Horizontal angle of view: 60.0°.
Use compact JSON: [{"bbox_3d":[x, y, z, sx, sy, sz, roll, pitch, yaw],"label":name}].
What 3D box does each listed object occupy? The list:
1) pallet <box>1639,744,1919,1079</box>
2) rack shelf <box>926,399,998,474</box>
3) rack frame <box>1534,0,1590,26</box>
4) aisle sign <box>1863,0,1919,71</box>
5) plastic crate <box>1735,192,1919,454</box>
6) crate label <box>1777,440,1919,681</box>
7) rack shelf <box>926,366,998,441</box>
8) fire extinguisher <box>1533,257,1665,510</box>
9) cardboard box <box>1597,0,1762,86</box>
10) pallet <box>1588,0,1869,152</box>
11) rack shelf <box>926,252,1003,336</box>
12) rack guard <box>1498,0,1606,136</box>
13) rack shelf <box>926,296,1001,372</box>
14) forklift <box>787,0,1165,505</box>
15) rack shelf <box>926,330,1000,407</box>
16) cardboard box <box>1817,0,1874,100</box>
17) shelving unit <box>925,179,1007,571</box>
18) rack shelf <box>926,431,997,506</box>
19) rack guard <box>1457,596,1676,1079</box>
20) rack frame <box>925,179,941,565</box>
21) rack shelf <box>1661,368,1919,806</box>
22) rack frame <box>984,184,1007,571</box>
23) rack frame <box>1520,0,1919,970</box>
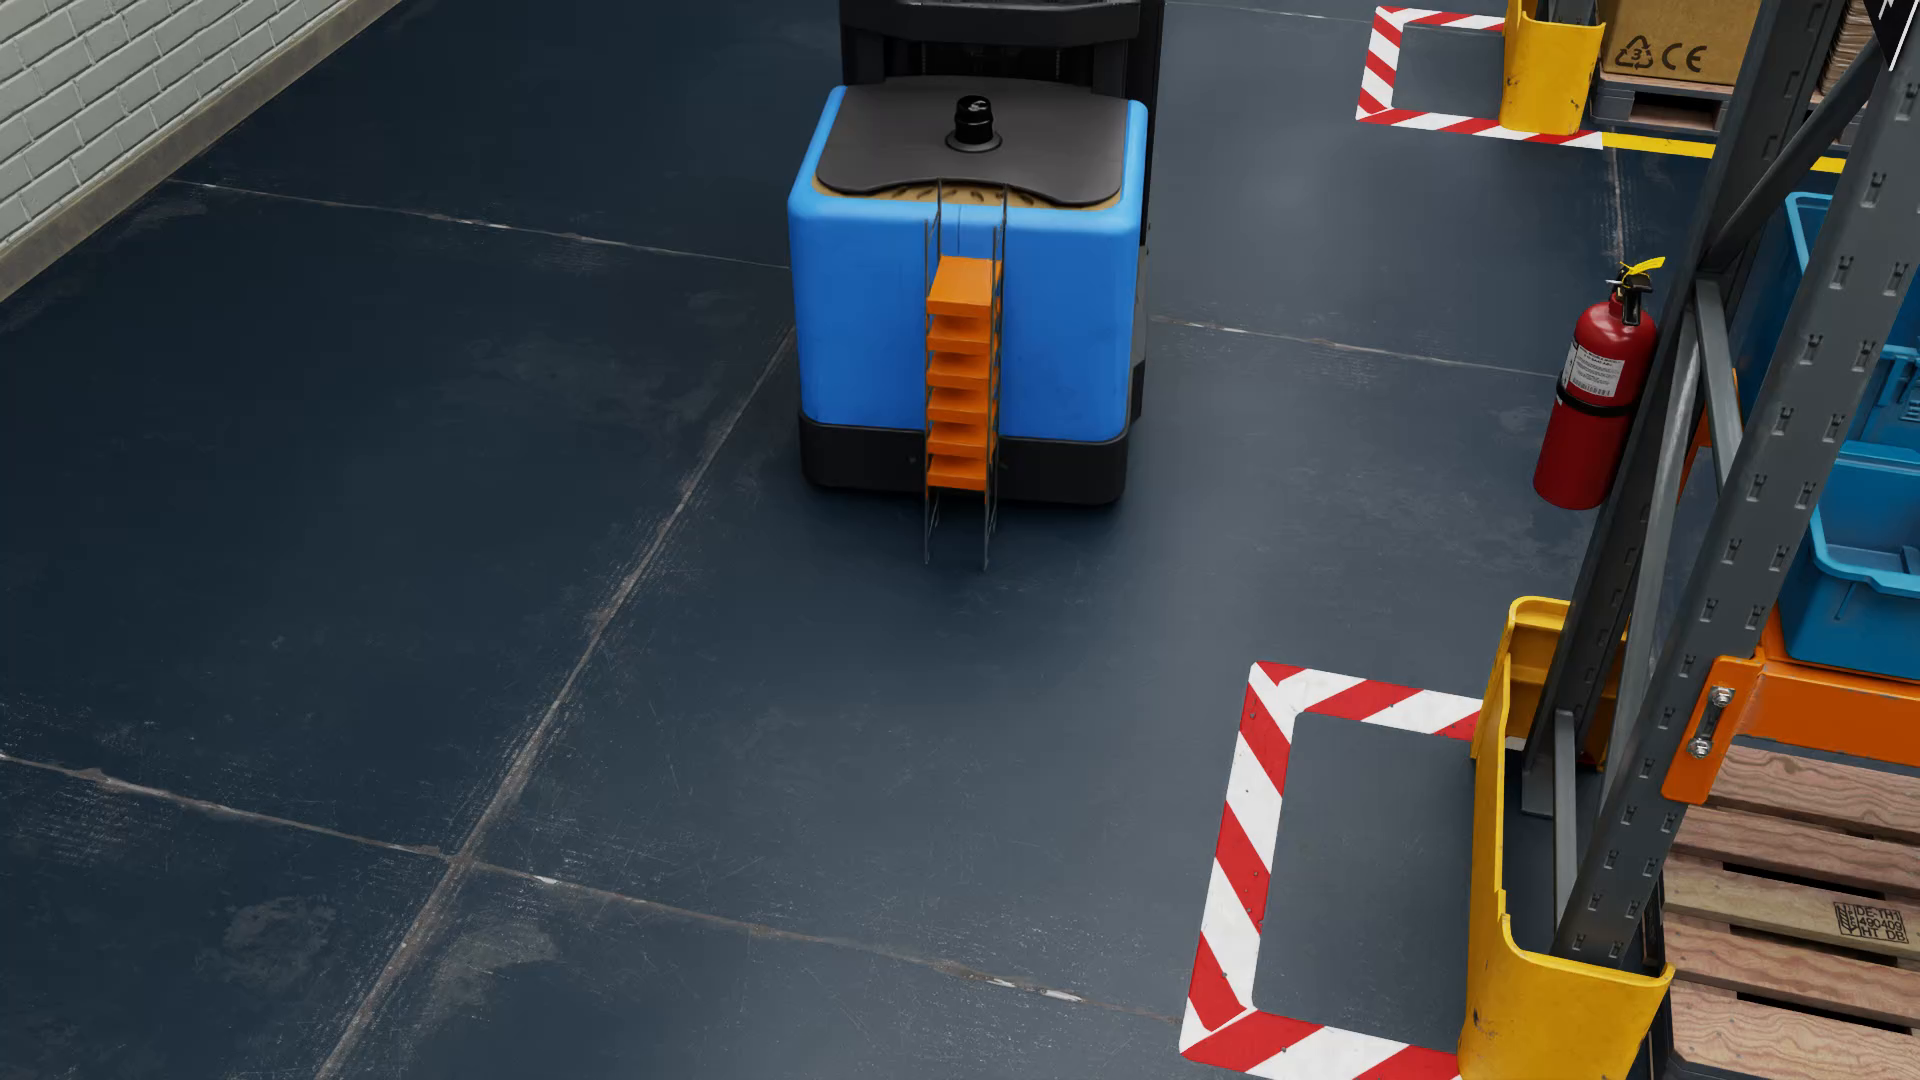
[{"bbox_3d":[2.256,0.986,3.911,1.213,0.211,1.003,10,41,11],"label":"pallet"},{"bbox_3d":[0.008,-0.322,4.953,0.180,0.103,0.258,6,41,6],"label":"rack shelf"},{"bbox_3d":[2.749,-3.320,6.870,0.127,3.000,1.000,10,41,11],"label":"rack frame"},{"bbox_3d":[1.323,-1.066,2.165,0.004,0.787,0.394,10,41,11],"label":"aisle sign"},{"bbox_3d":[1.841,-0.340,3.248,0.499,0.435,0.616,10,41,11],"label":"plastic crate"},{"bbox_3d":[1.622,0.044,2.949,0.303,0.233,0.416,10,41,11],"label":"crate label"},{"bbox_3d":[0.010,-0.413,4.876,0.180,0.103,0.258,6,41,6],"label":"rack shelf"},{"bbox_3d":[1.441,-0.378,3.717,0.183,0.674,0.296,10,41,11],"label":"fire extinguisher"},{"bbox_3d":[3.388,-2.610,7.351,0.875,0.875,0.875,10,41,11],"label":"cardboard box"},{"bbox_3d":[3.542,-2.168,7.667,1.213,0.211,1.003,10,41,11],"label":"pallet"},{"bbox_3d":[0.014,-0.688,4.643,0.180,0.103,0.258,6,41,6],"label":"rack shelf"},{"bbox_3d":[2.726,-2.367,7.679,0.348,0.500,1.175,10,41,11],"label":"rack guard"},{"bbox_3d":[0.013,-0.596,4.721,0.180,0.103,0.258,6,41,6],"label":"rack shelf"},{"bbox_3d":[0.168,-2.176,5.562,1.130,2.935,3.031,4,40,5],"label":"forklift"},{"bbox_3d":[0.011,-0.505,4.798,0.180,0.103,0.258,6,41,6],"label":"rack shelf"},{"bbox_3d":[4.267,-2.459,7.171,0.875,0.875,0.875,10,41,11],"label":"cardboard box"},{"bbox_3d":[0.010,-0.447,4.847,0.189,1.200,0.258,6,41,6],"label":"shelving unit"},{"bbox_3d":[0.007,-0.230,5.031,0.180,0.103,0.258,6,41,6],"label":"rack shelf"},{"bbox_3d":[1.442,0.719,4.006,0.348,0.500,1.175,10,41,11],"label":"rack guard"},{"bbox_3d":[-0.080,-0.457,4.857,0.006,1.200,0.240,6,41,6],"label":"rack frame"},{"bbox_3d":[3.401,0.365,3.042,4.000,0.370,1.077,10,41,11],"label":"rack shelf"},{"bbox_3d":[0.101,-0.437,4.837,0.006,1.200,0.240,6,41,6],"label":"rack frame"},{"bbox_3d":[1.469,-0.243,3.207,0.127,3.000,1.000,10,41,11],"label":"rack frame"}]
